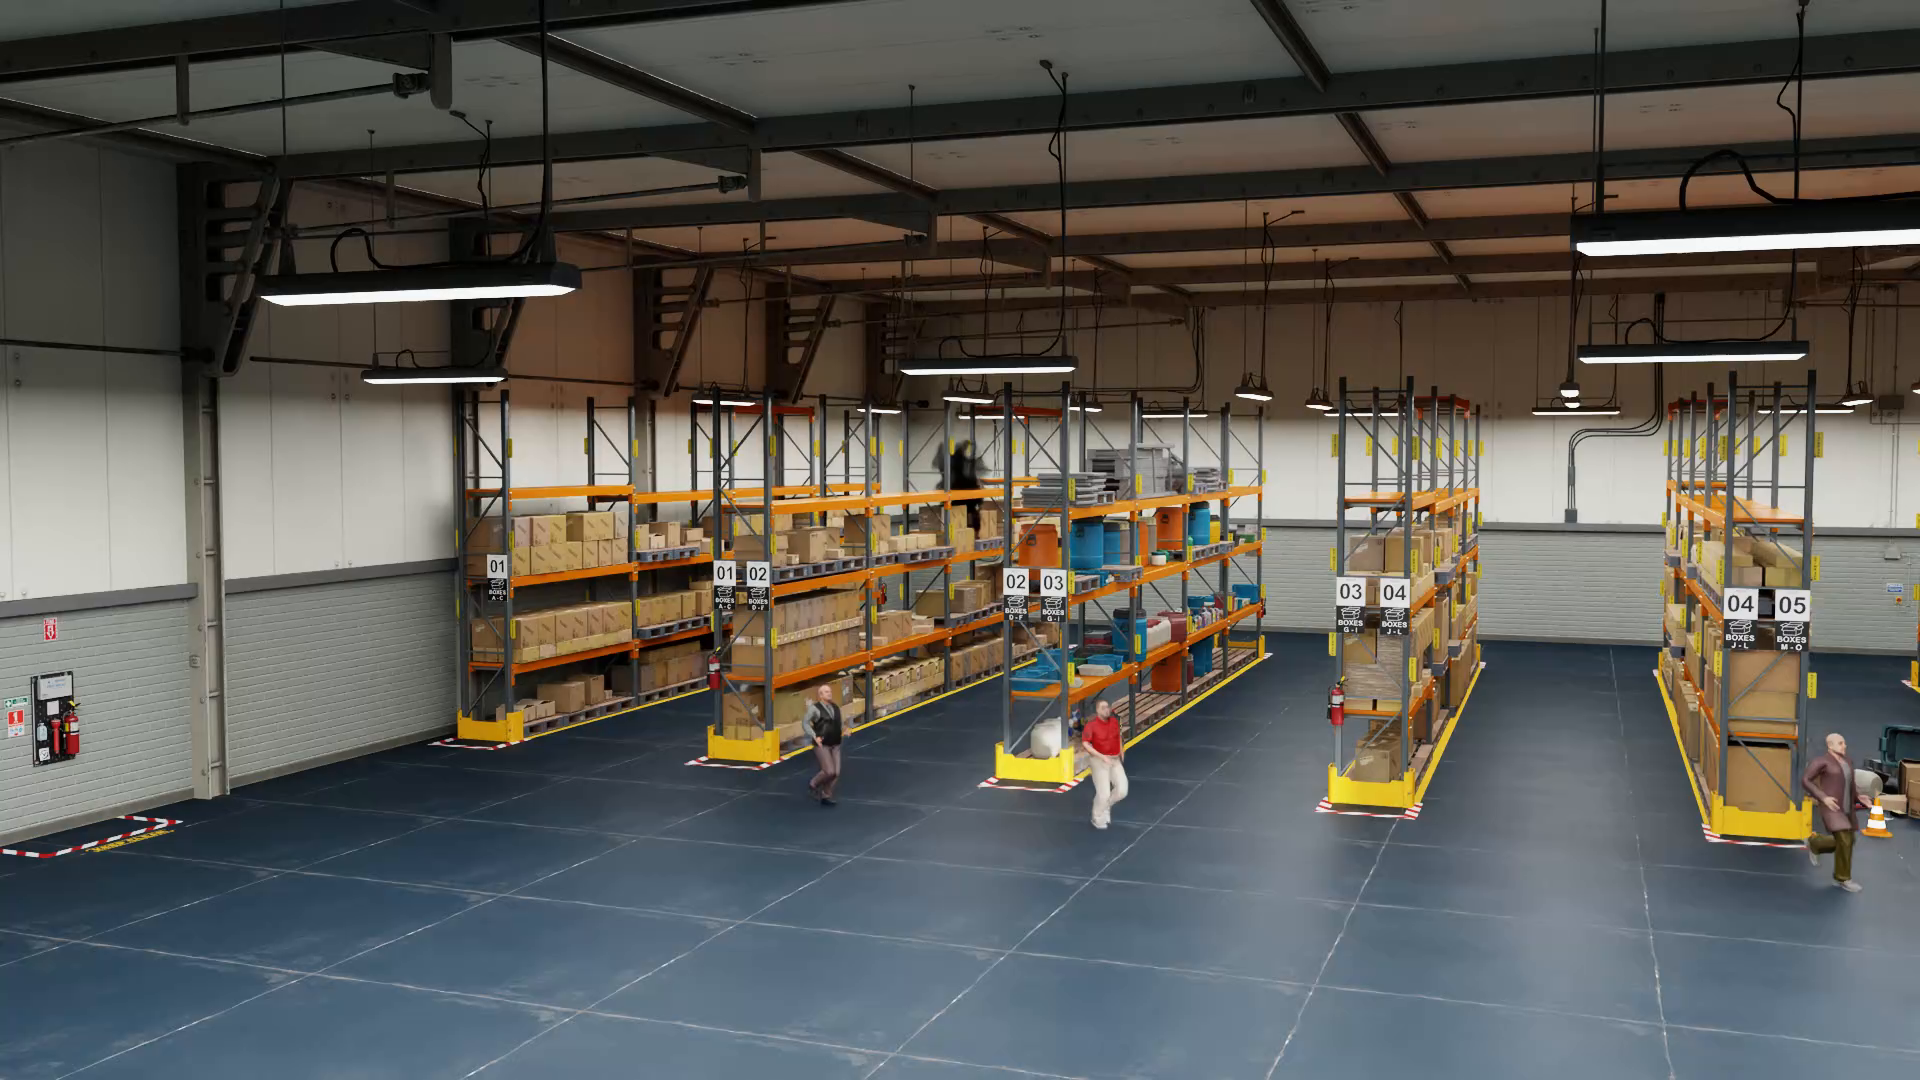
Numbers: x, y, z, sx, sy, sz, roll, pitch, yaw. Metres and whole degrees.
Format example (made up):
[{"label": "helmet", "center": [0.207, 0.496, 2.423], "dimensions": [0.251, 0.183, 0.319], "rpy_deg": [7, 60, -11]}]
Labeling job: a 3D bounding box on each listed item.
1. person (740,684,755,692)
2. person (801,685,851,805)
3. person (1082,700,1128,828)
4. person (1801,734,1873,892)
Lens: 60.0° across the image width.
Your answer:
[{"label": "person", "center": [-3.805, 2.496, 30.435], "dimensions": [0.548, 1.726, 0.709], "rpy_deg": [1, 3, 14]}, {"label": "person", "center": [-1.834, 2.876, 23.265], "dimensions": [0.654, 1.675, 0.591], "rpy_deg": [-3, 4, -42]}, {"label": "person", "center": [1.940, 2.954, 21.902], "dimensions": [0.674, 1.688, 0.548], "rpy_deg": [-2, 4, -30]}, {"label": "person", "center": [9.993, 3.090, 19.067], "dimensions": [0.712, 1.756, 0.820], "rpy_deg": [-1, 3, -23]}]
